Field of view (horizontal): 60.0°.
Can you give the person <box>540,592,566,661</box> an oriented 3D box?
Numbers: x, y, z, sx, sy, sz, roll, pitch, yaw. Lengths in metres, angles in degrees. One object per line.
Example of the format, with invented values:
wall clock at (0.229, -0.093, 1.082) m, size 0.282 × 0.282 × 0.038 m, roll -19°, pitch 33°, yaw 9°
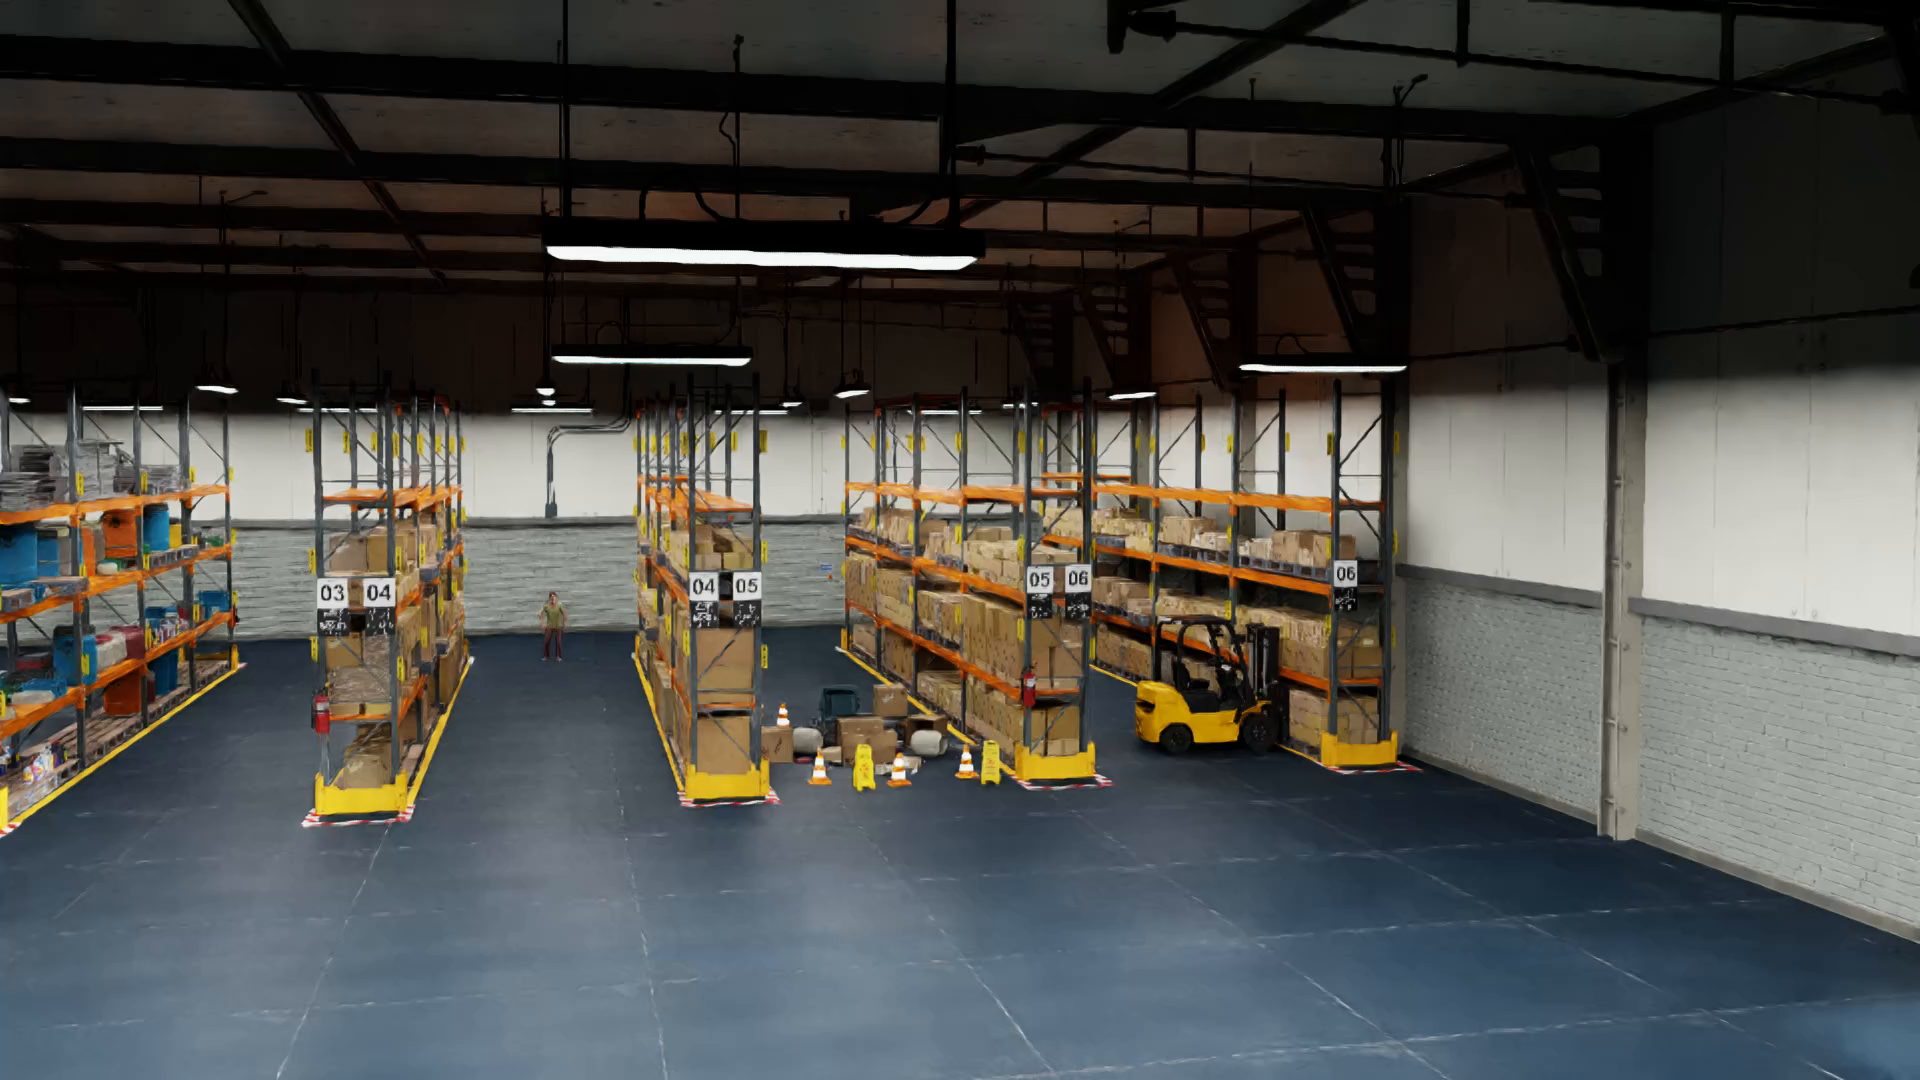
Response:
person at (-9.357, 1.993, 38.253) m, size 0.598 × 1.618 × 0.507 m, roll -1°, pitch 3°, yaw -15°
